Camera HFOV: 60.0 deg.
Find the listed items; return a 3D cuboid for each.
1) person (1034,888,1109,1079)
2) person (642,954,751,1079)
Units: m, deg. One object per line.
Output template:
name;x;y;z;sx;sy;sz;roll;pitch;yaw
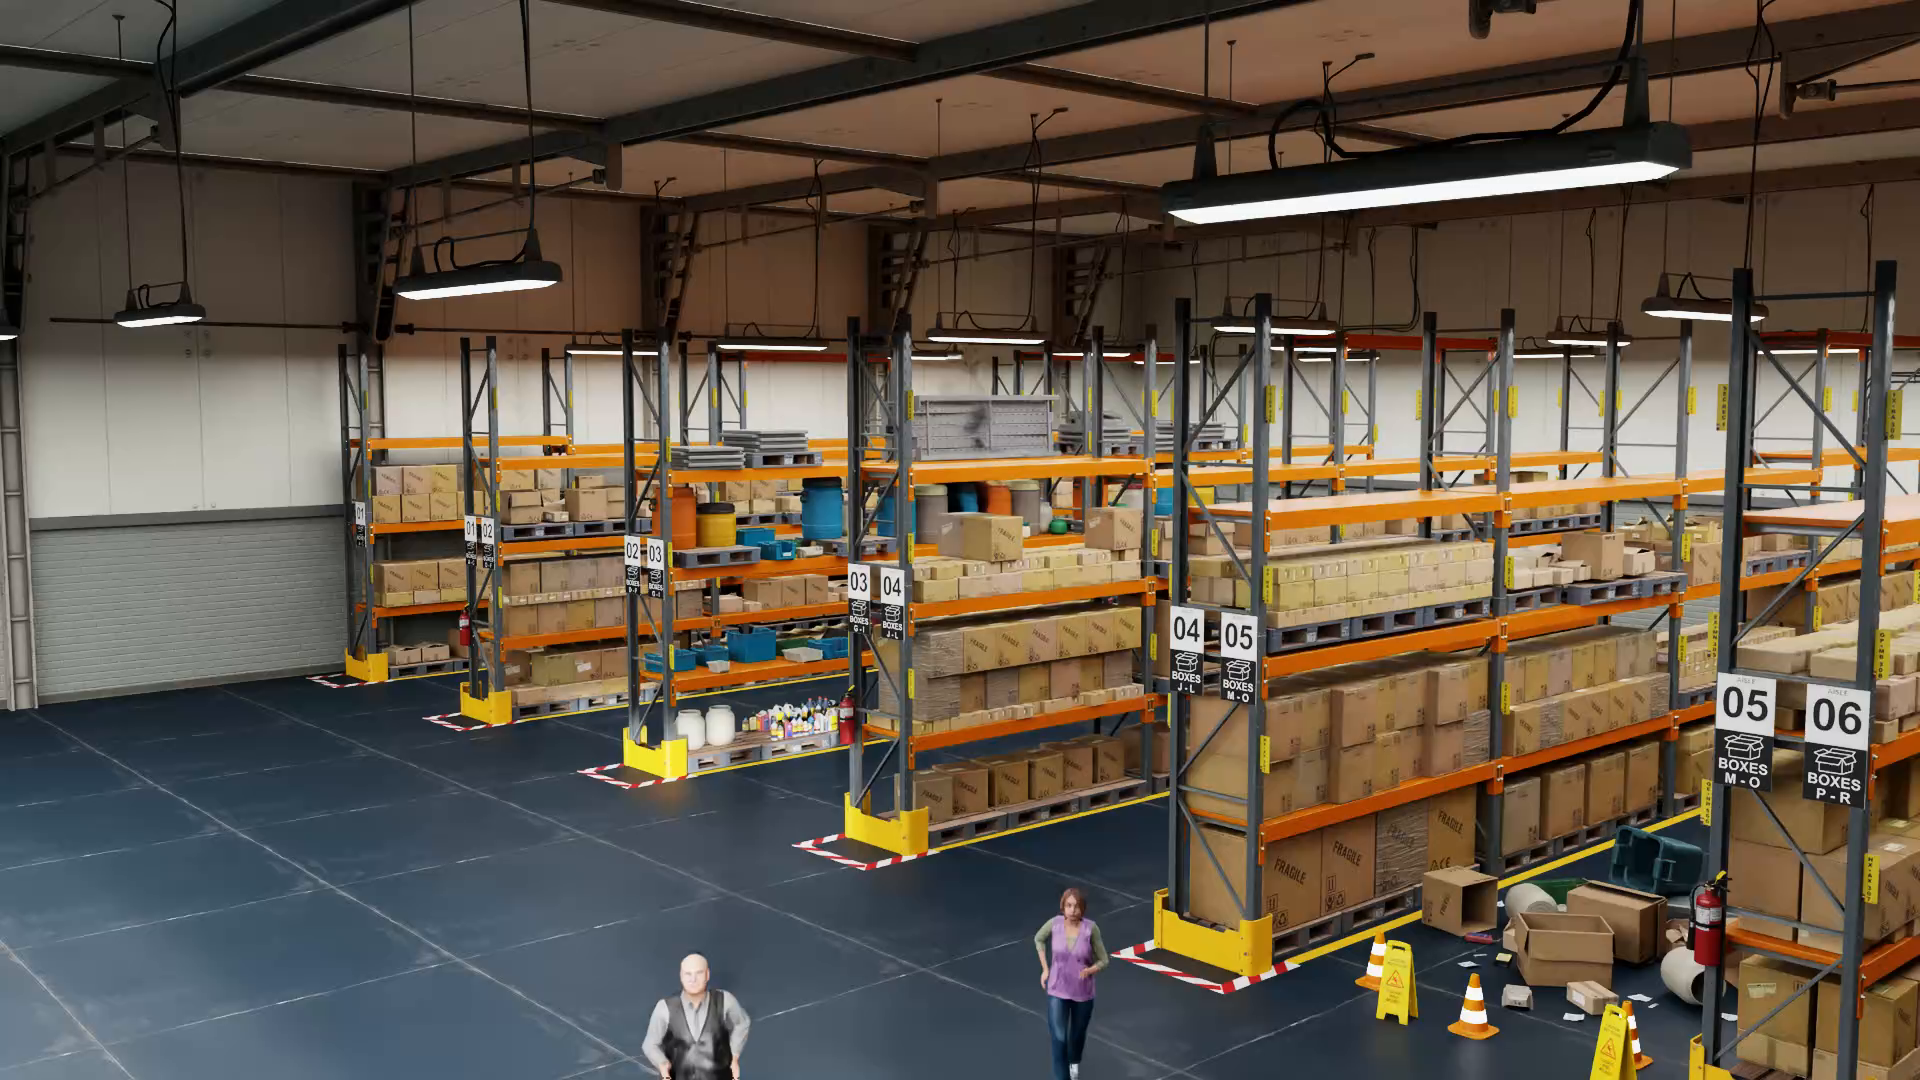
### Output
person;0.802;3.289;11.971;0.533;1.629;0.821;0;5;2
person;-1.620;3.399;10.263;0.661;1.726;0.922;-1;5;-7
